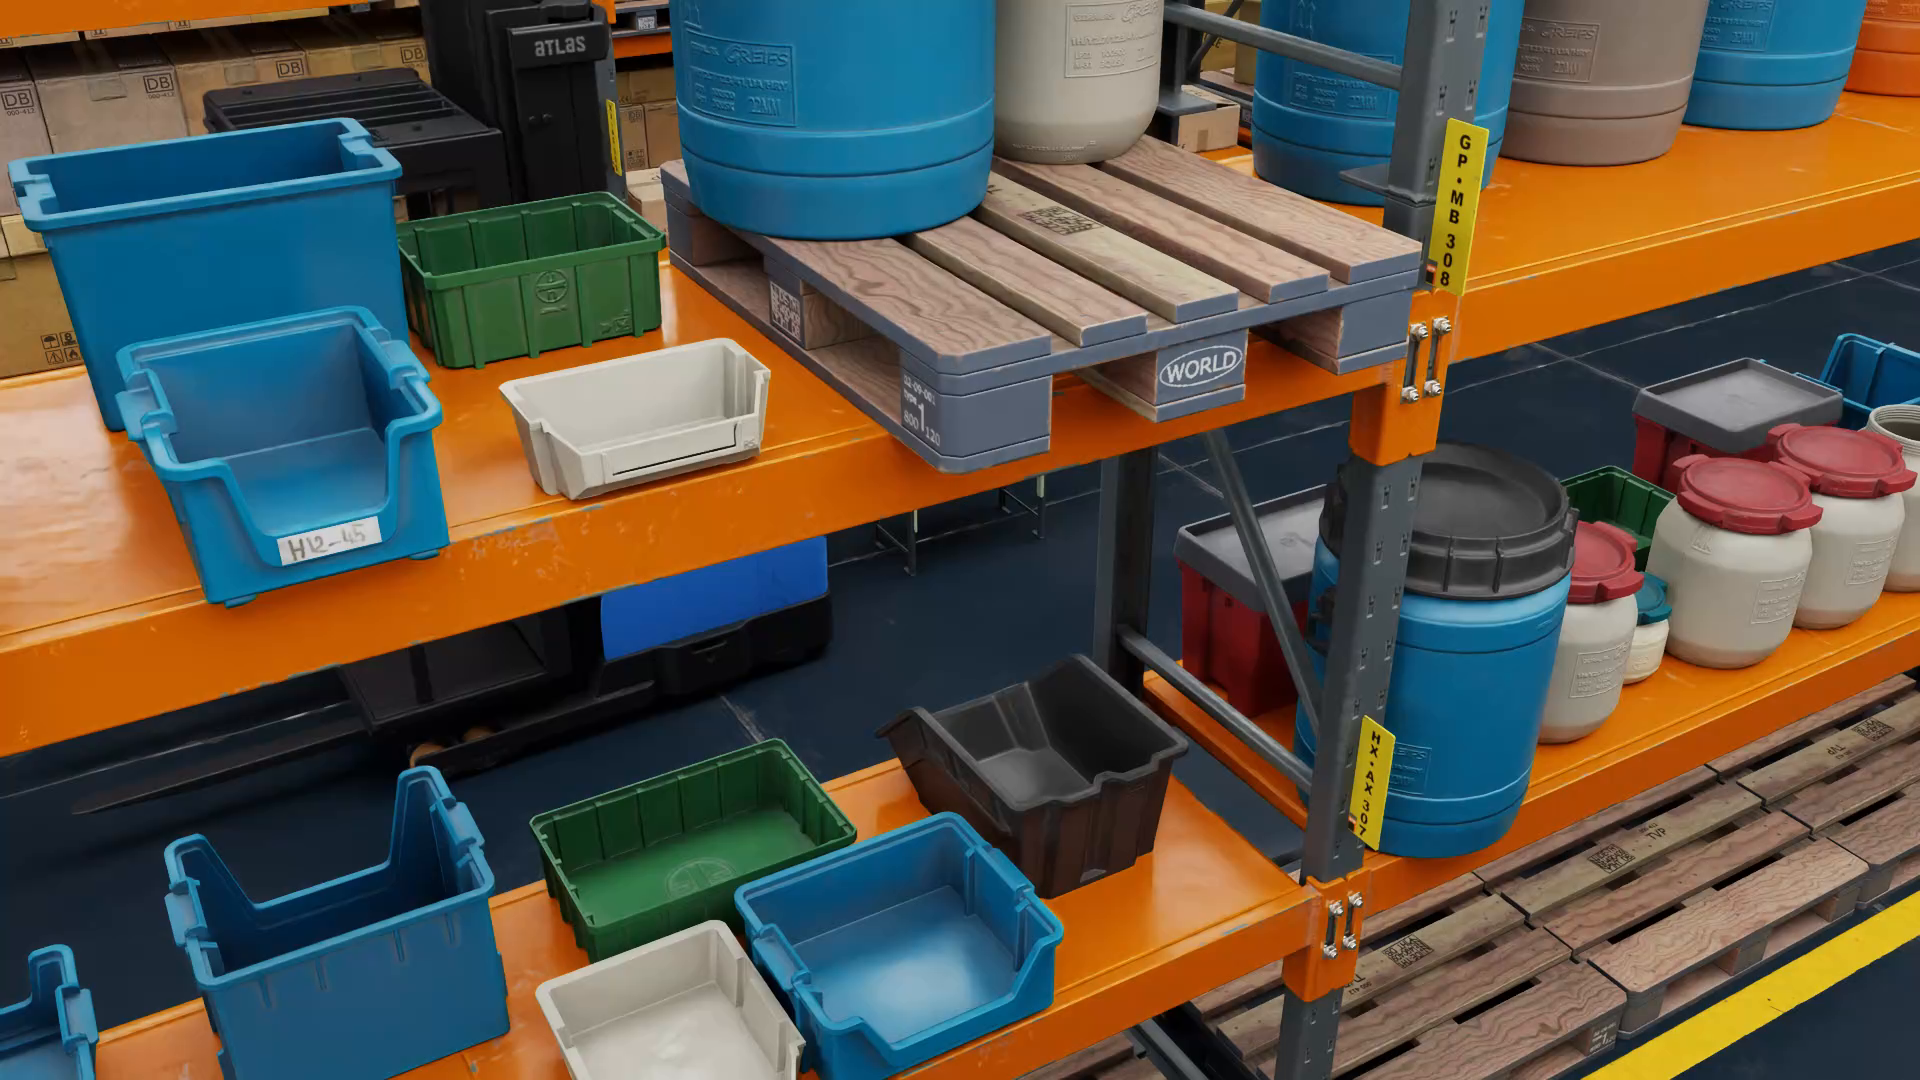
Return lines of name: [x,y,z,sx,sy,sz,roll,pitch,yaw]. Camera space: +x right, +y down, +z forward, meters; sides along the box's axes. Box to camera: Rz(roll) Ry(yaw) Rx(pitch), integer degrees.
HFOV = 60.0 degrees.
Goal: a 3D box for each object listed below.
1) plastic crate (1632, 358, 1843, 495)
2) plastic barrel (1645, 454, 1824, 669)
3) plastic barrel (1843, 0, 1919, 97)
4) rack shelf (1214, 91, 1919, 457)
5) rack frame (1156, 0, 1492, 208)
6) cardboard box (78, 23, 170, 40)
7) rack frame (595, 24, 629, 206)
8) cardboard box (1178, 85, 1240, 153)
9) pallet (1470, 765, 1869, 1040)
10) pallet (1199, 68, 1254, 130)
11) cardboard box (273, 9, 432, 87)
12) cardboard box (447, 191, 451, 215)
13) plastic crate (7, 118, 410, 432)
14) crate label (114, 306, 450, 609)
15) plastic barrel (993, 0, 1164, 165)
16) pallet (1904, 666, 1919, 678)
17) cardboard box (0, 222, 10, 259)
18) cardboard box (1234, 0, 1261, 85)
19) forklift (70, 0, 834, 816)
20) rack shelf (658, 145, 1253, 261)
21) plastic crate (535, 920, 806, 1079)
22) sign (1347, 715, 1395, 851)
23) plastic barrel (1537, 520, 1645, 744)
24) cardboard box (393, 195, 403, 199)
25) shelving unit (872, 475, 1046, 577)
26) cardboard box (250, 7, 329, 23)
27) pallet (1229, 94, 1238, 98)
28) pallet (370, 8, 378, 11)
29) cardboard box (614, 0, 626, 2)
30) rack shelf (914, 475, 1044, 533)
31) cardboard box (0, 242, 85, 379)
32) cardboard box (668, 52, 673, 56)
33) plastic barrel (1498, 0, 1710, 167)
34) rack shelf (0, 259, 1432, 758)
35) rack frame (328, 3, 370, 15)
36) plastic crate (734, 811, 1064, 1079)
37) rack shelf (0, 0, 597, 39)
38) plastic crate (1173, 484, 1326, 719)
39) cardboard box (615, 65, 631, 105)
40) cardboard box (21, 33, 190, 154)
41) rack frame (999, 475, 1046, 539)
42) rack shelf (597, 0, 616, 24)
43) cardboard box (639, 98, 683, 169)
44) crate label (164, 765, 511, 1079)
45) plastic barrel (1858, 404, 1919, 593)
plastic crate: [2.580,-0.287,5.600,0.583,0.464,0.402,-16,33,-26]
plastic barrel: [2.248,0.070,4.878,0.433,0.535,0.433,0,29,0]
plastic barrel: [2.746,-1.758,4.782,0.708,0.830,0.600,-16,33,-26]
rack shelf: [2.404,-1.036,4.663,4.000,0.370,1.077,-16,33,-26]
rack frame: [0.679,-2.175,2.877,0.127,3.000,1.000,-16,33,-26]
cardboard box: [-5.458,-3.459,10.771,0.500,0.500,0.500,-17,33,-28]
rack frame: [-1.827,-1.613,8.067,0.127,3.000,1.000,-16,33,-26]
cardboard box: [1.286,-2.482,9.735,0.500,0.311,0.500,-14,32,-23]
pallet: [2.390,1.164,5.923,1.213,0.211,1.003,-16,33,-26]
pallet: [2.170,-2.703,10.242,1.003,0.211,1.213,-16,33,-26]
cardboard box: [-2.641,-1.989,7.303,0.500,0.500,0.700,-16,33,-26]
cardboard box: [-2.206,-1.545,7.842,0.500,0.500,0.700,-17,33,-28]
plastic crate: [-1.278,-0.467,2.905,0.575,0.384,0.392,-16,33,-26]
crate label: [-0.988,-0.138,2.445,0.408,0.251,0.502,-16,33,-26]
plastic barrel: [0.208,-1.071,3.431,0.421,0.512,0.421,0,29,0]
pallet: [4.786,0.483,7.156,1.213,0.211,1.003,-16,33,-26]
cardboard box: [-3.939,-1.221,6.583,0.250,0.149,0.380,-17,33,-28]
cardboard box: [2.107,-3.020,10.080,0.700,0.500,0.500,22,36,34]
forklift: [-2.083,-0.617,6.335,3.031,2.935,1.130,-17,33,-27]
rack shelf: [-0.103,-1.787,9.128,4.000,0.370,1.077,-16,33,-26]
plastic crate: [-0.592,1.070,3.479,0.437,0.136,0.530,-16,33,-26]
sign: [0.948,0.563,3.840,0.005,0.325,0.100,-16,33,-26]
plastic barrel: [1.615,0.250,4.553,0.433,0.535,0.433,0,29,0]
cardboard box: [-2.618,-1.595,7.261,0.250,0.149,0.380,-16,33,-26]
shelving unit: [-0.006,-0.655,7.885,0.755,1.500,0.431,-16,33,-26]
cardboard box: [-4.591,-3.702,11.212,0.500,0.500,0.500,-16,33,-26]
pallet: [1.930,-4.192,15.628,1.213,0.211,1.003,-16,33,-26]
pallet: [-3.607,-3.718,12.081,1.213,0.211,1.003,-16,33,-26]
cardboard box: [-2.847,-4.330,12.433,0.500,0.500,0.700,-11,31,-20]
rack shelf: [-0.006,-0.370,8.042,0.720,0.370,0.431,-16,33,-26]
cardboard box: [-3.985,-1.036,6.919,0.500,0.500,0.700,-16,33,-26]
cardboard box: [-2.009,-3.769,13.332,0.500,0.250,0.500,-15,32,-25]
plastic barrel: [1.572,-1.456,4.160,0.600,0.901,0.600,0,29,0]
rack shelf: [-1.045,-0.057,2.889,4.000,0.370,1.077,-16,33,-26]
rack frame: [-4.340,-3.675,11.805,0.127,3.000,1.000,-16,33,-26]
plastic crate: [-0.137,0.901,3.667,0.616,0.251,0.499,-16,33,-26]
rack shelf: [-3.551,-2.121,6.629,4.000,0.370,1.077,-16,33,-26]
plastic crate: [0.942,0.178,4.757,0.583,0.464,0.402,-16,33,-26]
cardboard box: [-2.889,-3.527,12.892,0.500,0.250,0.500,-17,33,-28]
cardboard box: [-3.504,-1.744,6.860,0.500,0.500,0.700,-16,33,-26]
rack frame: [0.310,-0.745,8.047,0.023,1.500,0.400,-16,33,-26]
rack shelf: [-0.103,-3.100,8.404,4.000,0.370,1.077,-16,33,-26]
cardboard box: [-2.403,-3.344,13.336,0.500,0.500,0.700,-16,33,-27]
crate label: [-1.320,0.852,3.565,0.616,0.435,0.502,-16,33,-26]
plastic barrel: [2.986,-0.132,5.270,0.421,0.512,0.421,0,29,0]
